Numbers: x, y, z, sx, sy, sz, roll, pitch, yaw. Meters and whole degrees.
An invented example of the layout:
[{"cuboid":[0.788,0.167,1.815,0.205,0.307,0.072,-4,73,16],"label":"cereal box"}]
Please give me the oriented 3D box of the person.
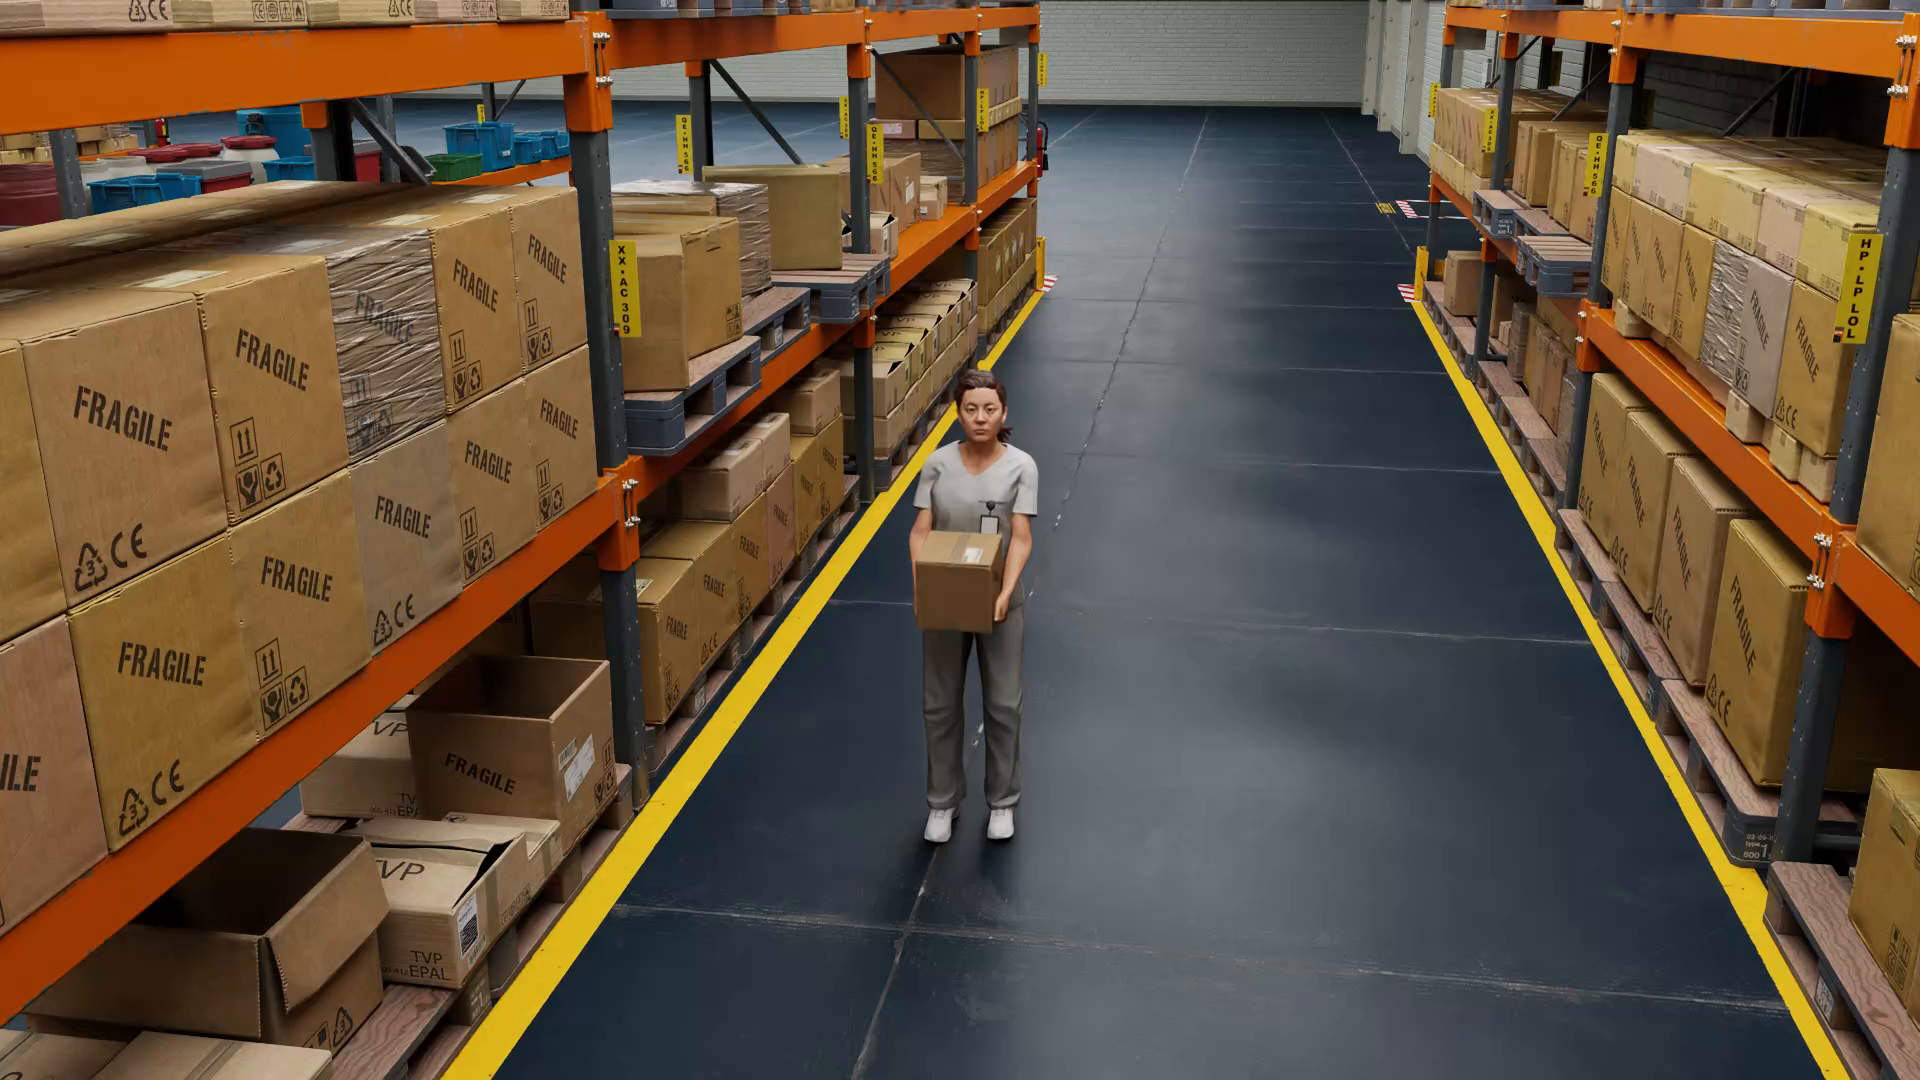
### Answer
[{"cuboid":[0.040,0.253,5.798,0.437,1.665,0.549,3,18,10],"label":"person"}]
